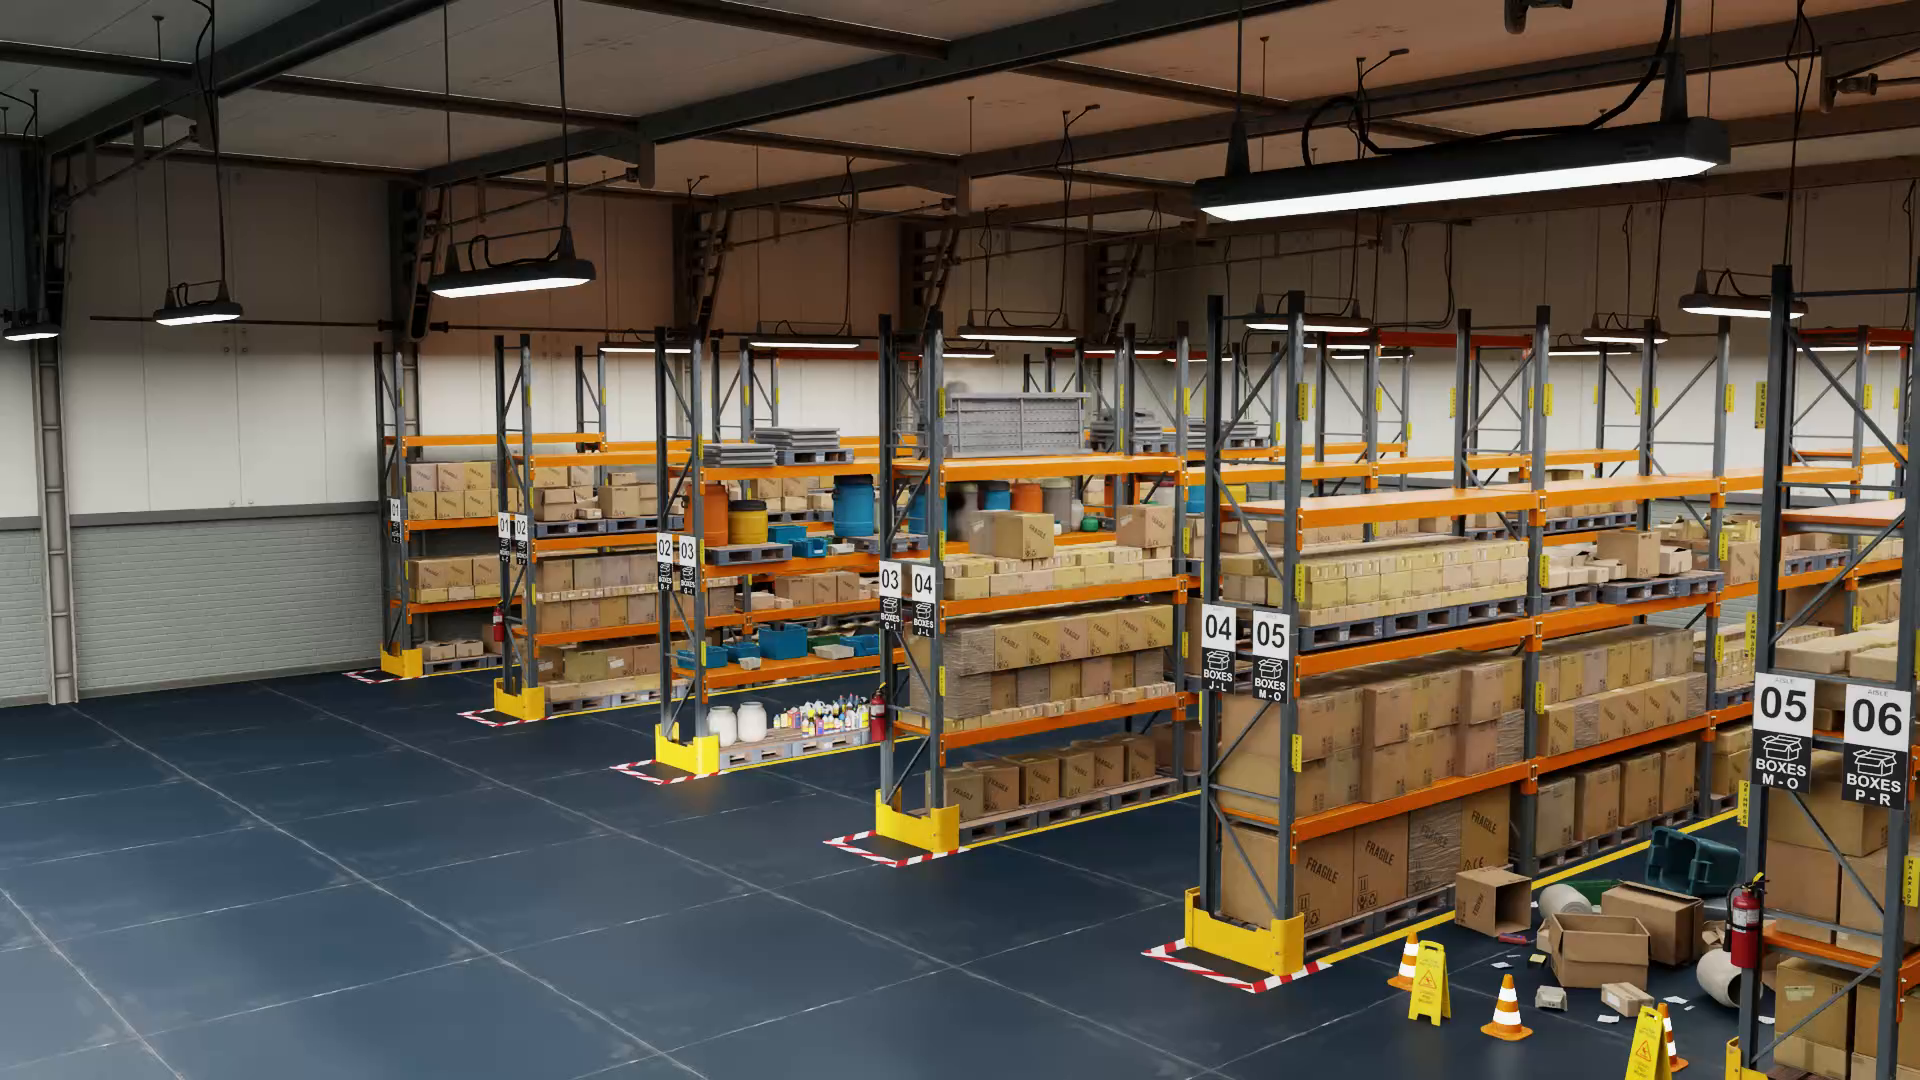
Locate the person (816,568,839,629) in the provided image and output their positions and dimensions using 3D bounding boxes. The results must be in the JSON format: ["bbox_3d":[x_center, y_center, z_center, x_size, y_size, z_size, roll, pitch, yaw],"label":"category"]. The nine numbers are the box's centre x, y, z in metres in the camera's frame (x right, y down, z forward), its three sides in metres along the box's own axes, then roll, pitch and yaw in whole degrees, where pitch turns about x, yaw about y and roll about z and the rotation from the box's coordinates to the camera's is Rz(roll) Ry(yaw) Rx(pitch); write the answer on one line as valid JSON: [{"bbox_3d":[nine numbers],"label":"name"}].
[{"bbox_3d":[-2.596,1.371,32.525,0.573,1.667,0.561,-5,7,-44],"label":"person"}]

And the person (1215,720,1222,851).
[{"bbox_3d":[3.018,2.743,18.684,0.559,1.512,0.895,3,6,33],"label":"person"}]
